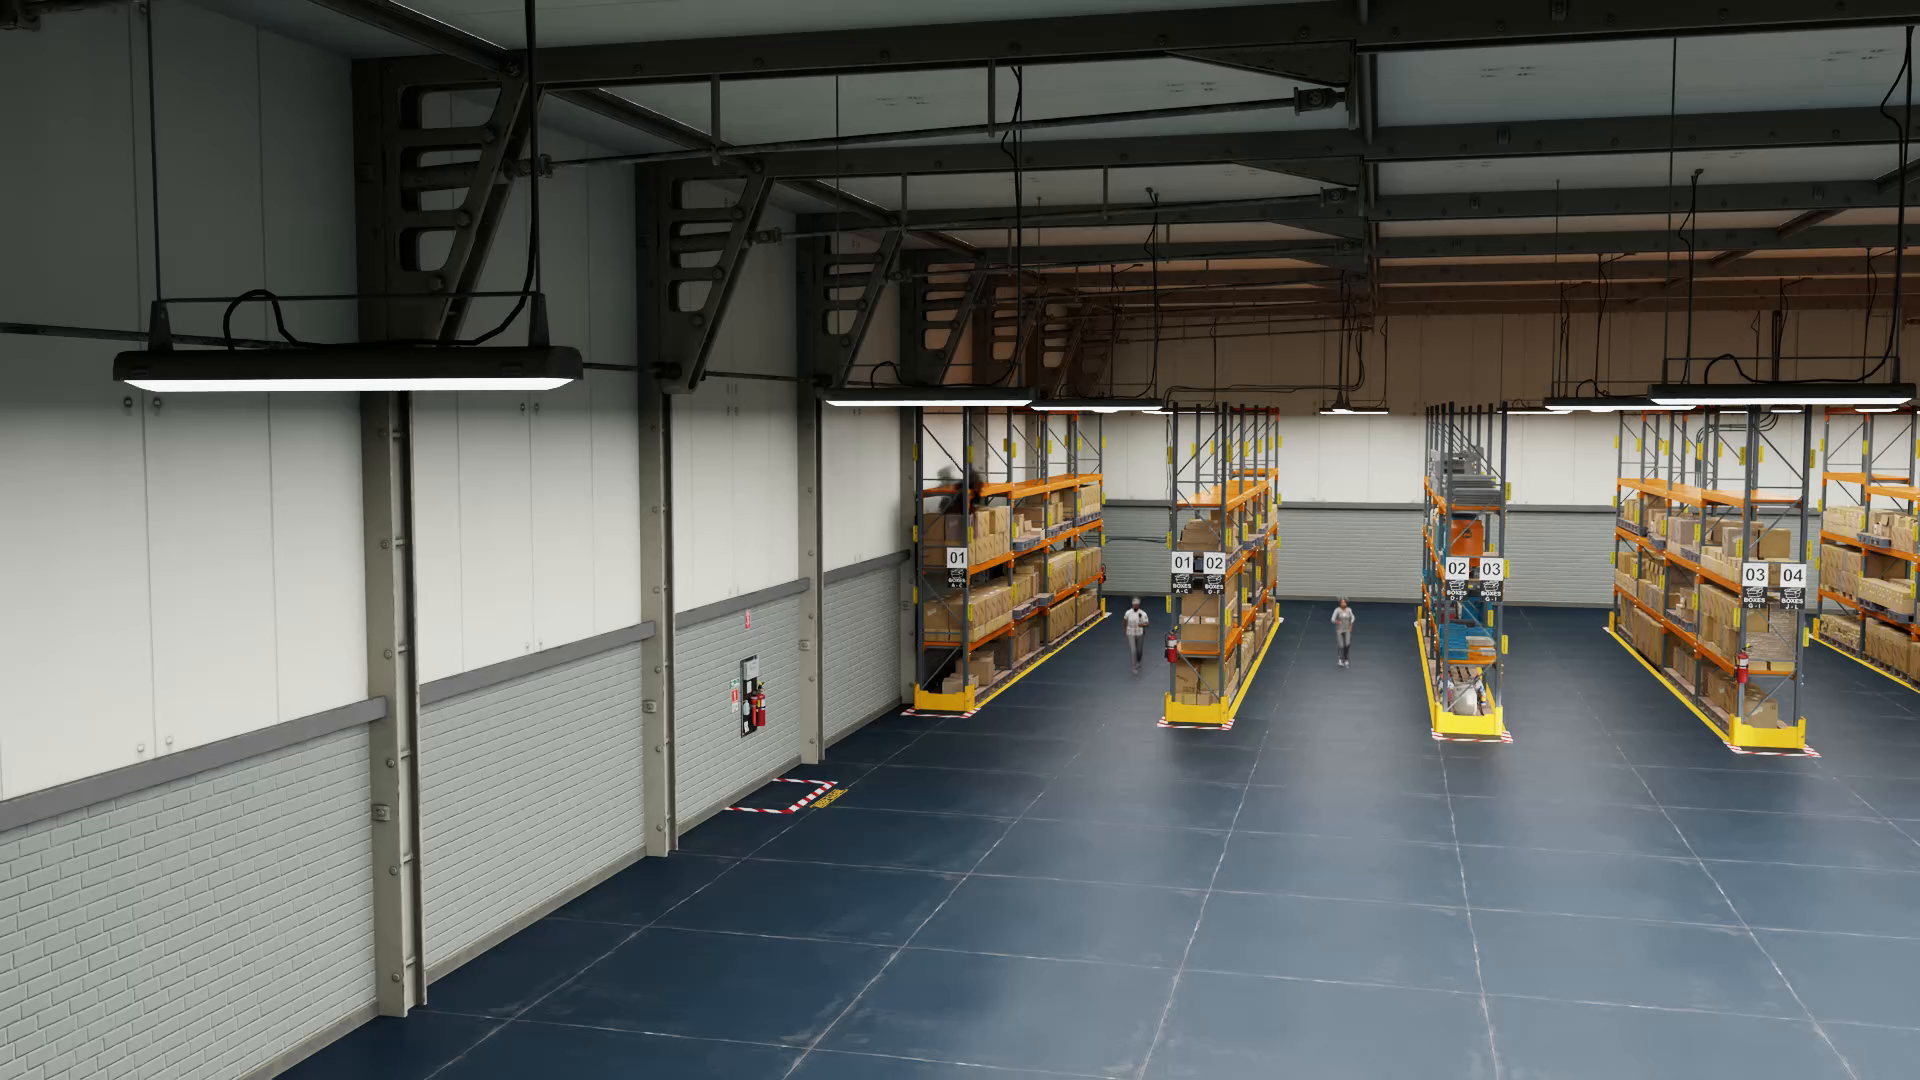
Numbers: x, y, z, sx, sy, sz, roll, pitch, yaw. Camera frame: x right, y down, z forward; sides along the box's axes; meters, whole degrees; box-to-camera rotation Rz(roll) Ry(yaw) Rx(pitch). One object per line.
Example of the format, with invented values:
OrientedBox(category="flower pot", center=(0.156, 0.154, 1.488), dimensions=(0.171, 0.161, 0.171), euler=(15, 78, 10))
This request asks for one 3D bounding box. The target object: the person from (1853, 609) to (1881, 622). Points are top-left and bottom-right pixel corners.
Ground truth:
OrientedBox(category="person", center=(23.997, 1.630, 43.948), dimensions=(0.858, 1.767, 0.678), euler=(1, 4, 7))

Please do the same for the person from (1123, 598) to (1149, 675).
OrientedBox(category="person", center=(3.925, 2.119, 37.110), dimensions=(0.576, 1.678, 0.911), euler=(0, 4, 6))

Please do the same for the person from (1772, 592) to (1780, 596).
OrientedBox(category="person", center=(21.192, 1.694, 43.796), dimensions=(0.549, 1.579, 0.682), euler=(-2, 5, -25))

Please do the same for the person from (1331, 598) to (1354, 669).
OrientedBox(category="person", center=(8.753, 2.122, 38.030), dimensions=(0.525, 1.604, 0.678), euler=(1, 4, 8))
